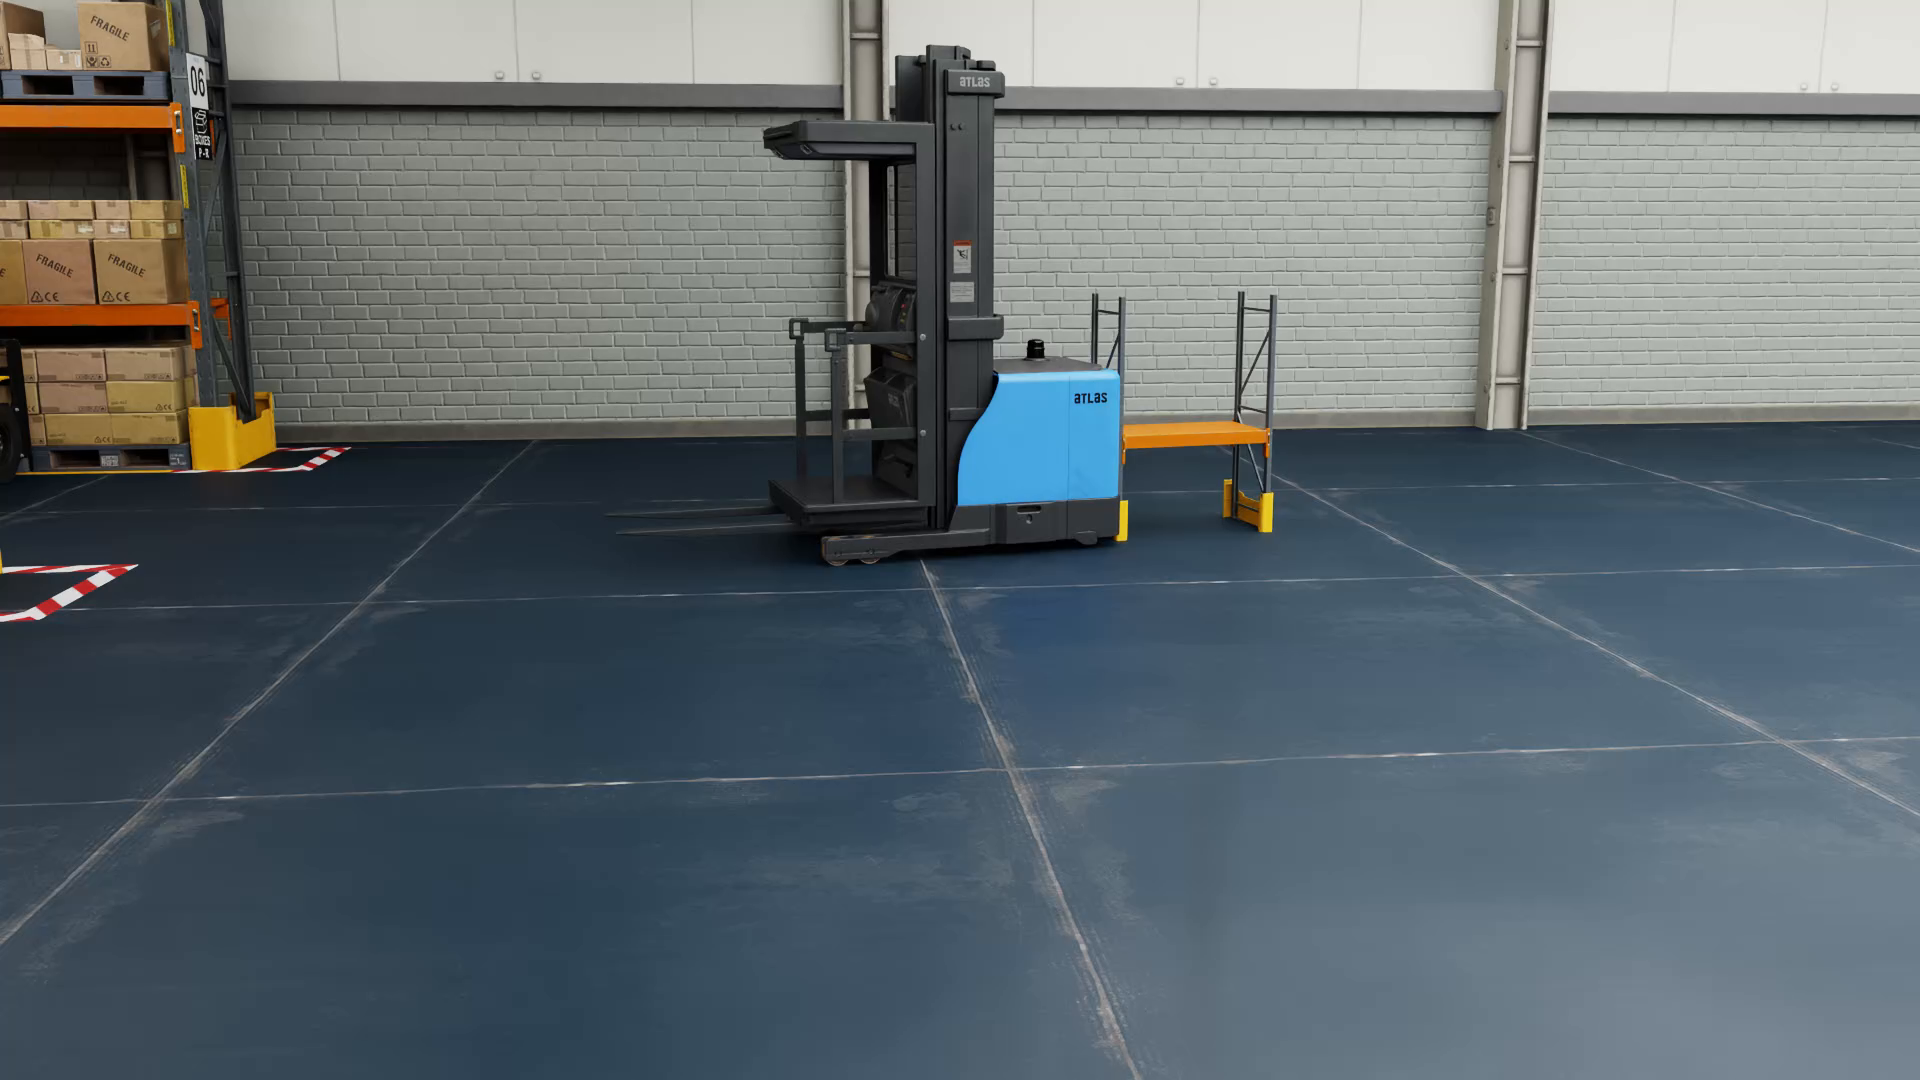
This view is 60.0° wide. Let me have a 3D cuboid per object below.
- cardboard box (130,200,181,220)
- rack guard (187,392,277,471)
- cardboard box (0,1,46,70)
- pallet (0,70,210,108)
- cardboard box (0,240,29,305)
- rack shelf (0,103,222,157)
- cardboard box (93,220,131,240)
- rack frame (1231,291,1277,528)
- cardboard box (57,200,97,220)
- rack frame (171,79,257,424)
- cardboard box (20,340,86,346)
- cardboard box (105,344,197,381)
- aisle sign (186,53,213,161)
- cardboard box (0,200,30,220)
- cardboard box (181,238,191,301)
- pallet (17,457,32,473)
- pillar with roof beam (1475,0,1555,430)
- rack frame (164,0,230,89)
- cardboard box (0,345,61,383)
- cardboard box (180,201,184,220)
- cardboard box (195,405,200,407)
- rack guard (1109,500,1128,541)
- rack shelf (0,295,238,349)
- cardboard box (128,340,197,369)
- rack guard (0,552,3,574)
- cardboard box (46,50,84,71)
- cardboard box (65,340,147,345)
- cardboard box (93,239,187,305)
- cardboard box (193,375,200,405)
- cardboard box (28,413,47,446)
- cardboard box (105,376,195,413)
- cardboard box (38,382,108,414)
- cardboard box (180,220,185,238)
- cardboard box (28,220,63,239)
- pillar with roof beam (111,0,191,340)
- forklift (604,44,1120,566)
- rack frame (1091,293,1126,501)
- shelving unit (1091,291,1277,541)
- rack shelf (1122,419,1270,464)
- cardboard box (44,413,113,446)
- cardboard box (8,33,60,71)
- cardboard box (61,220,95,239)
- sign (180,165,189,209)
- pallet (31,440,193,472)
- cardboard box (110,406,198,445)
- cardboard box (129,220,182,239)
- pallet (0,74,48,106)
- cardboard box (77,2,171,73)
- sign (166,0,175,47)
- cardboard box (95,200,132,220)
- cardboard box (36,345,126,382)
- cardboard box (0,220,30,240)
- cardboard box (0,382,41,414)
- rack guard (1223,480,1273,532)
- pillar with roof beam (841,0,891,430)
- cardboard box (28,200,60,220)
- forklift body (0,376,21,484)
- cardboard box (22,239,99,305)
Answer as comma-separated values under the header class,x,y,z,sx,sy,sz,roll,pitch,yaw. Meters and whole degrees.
class,x,y,z,sx,sy,sz,roll,pitch,yaw
cardboard box,-6.336,-2.599,13.103,0.250,0.149,0.380,-1,11,-6
rack guard,-5.979,-0.908,13.691,0.348,0.500,1.175,-1,11,-6
cardboard box,-7.446,-3.852,12.802,0.500,0.500,0.700,-1,11,-6
pallet,-6.709,-3.553,13.117,1.213,0.211,1.003,-1,11,-6
cardboard box,-7.490,-2.103,13.028,0.500,0.500,0.500,-1,11,-7
rack shelf,-7.991,-3.211,13.015,4.000,0.370,1.077,-1,11,-6
cardboard box,-6.568,-2.429,13.009,0.250,0.149,0.380,-1,11,-5
rack frame,1.898,-0.841,10.758,0.032,1.500,0.500,-3,12,-16
cardboard box,-6.835,-2.578,12.992,0.250,0.149,0.380,-1,11,-5
rack frame,-6.003,-2.134,13.447,0.127,3.000,1.000,-1,11,-6
cardboard box,-7.496,-1.488,13.610,0.500,0.250,0.500,-1,11,-6
cardboard box,-6.427,-1.412,13.222,0.500,0.250,0.500,-1,11,-4
aisle sign,-5.906,-3.355,12.917,0.004,0.787,0.394,-1,11,-6
cardboard box,-7.338,-2.560,12.902,0.250,0.149,0.380,-1,11,-5
cardboard box,-6.525,-2.226,13.656,0.500,0.500,0.500,-1,11,-4
pallet,-7.969,-0.717,13.468,1.213,0.211,1.003,-1,11,-6
pillar with roof beam,5.602,-4.660,10.746,0.400,9.000,9.100,-1,11,-6
rack frame,-6.003,-5.078,12.868,0.127,3.000,1.000,-1,11,-6
cardboard box,-7.435,-1.388,13.099,0.500,0.250,0.500,-1,11,-5
cardboard box,-6.360,-2.681,13.519,0.250,0.149,0.380,-1,11,-7
cardboard box,-6.512,-1.018,13.810,0.500,0.250,0.500,-1,11,-6
rack guard,0.924,-0.172,10.594,0.087,0.250,0.587,-3,12,-16
rack shelf,-7.991,-1.739,13.304,4.000,0.370,1.077,-1,11,-6
cardboard box,-6.501,-1.508,13.709,0.500,0.250,0.500,-1,11,-7
rack guard,-5.539,0.046,8.838,0.348,0.500,1.175,-1,11,-6
cardboard box,-6.794,-3.662,12.748,0.250,0.149,0.380,-2,11,-8
cardboard box,-6.997,-1.497,13.653,0.500,0.250,0.500,-1,11,-6
cardboard box,-6.464,-2.122,13.129,0.500,0.500,0.500,-1,11,-7
cardboard box,-6.493,-1.266,13.776,0.500,0.250,0.500,-1,11,-5
cardboard box,-7.430,-0.903,13.226,0.500,0.250,0.500,-1,11,-5
cardboard box,-6.453,-1.166,13.267,0.500,0.250,0.500,-1,11,-7
cardboard box,-6.953,-1.158,13.224,0.500,0.250,0.500,-1,11,-7
cardboard box,-6.368,-2.544,13.592,0.250,0.149,0.380,-1,11,-8
cardboard box,-7.080,-2.433,13.026,0.250,0.149,0.380,-1,11,-6
pillar with roof beam,-6.327,-4.410,9.474,0.400,9.000,9.100,-1,11,-6
forklift,-0.598,-1.402,9.902,3.031,2.935,1.130,-3,12,-17
rack frame,0.923,-0.785,10.473,0.032,1.500,0.500,-3,12,-16
shelving unit,1.402,-0.813,10.613,1.083,1.500,0.587,-3,12,-16
rack shelf,1.410,-0.637,10.650,1.000,0.185,0.538,-3,12,-16
cardboard box,-6.931,-0.912,13.270,0.500,0.250,0.500,-1,11,-6
cardboard box,-7.046,-3.714,12.710,0.258,0.266,0.396,-1,11,-6
cardboard box,-6.833,-2.436,13.041,0.250,0.149,0.380,-1,11,-5
sign,-5.958,-2.714,12.782,0.005,0.325,0.100,-1,11,-6
pallet,-6.759,-0.742,13.594,1.213,0.211,1.003,-1,11,-6
cardboard box,-6.436,-0.921,13.314,0.500,0.250,0.500,-1,11,-6
cardboard box,-6.317,-2.440,13.065,0.250,0.149,0.380,-1,11,-5
pallet,-7.924,-3.527,12.984,1.213,0.211,1.003,-1,11,-6
cardboard box,-6.417,-3.854,12.813,0.500,0.500,0.500,-1,11,-4
sign,-5.958,-3.897,12.549,0.005,0.325,0.100,-1,11,-6
cardboard box,-6.578,-2.588,13.046,0.250,0.149,0.380,-1,11,-6
cardboard box,-6.934,-1.400,13.162,0.500,0.250,0.500,-1,11,-5
cardboard box,-7.341,-2.418,12.951,0.250,0.149,0.380,-2,11,-8
cardboard box,-7.464,-1.143,13.149,0.500,0.250,0.500,-1,11,-7
rack guard,1.879,-0.227,10.873,0.087,0.250,0.587,-3,12,-16
pillar with roof beam,-0.363,-4.535,10.110,0.400,9.000,9.100,-1,11,-6
cardboard box,-7.091,-2.587,13.038,0.250,0.149,0.380,-1,11,-6
forklift body,-7.691,-1.328,11.548,1.214,2.155,2.313,-1,11,-6
cardboard box,-6.981,-2.113,13.083,0.500,0.500,0.500,-1,11,-4
